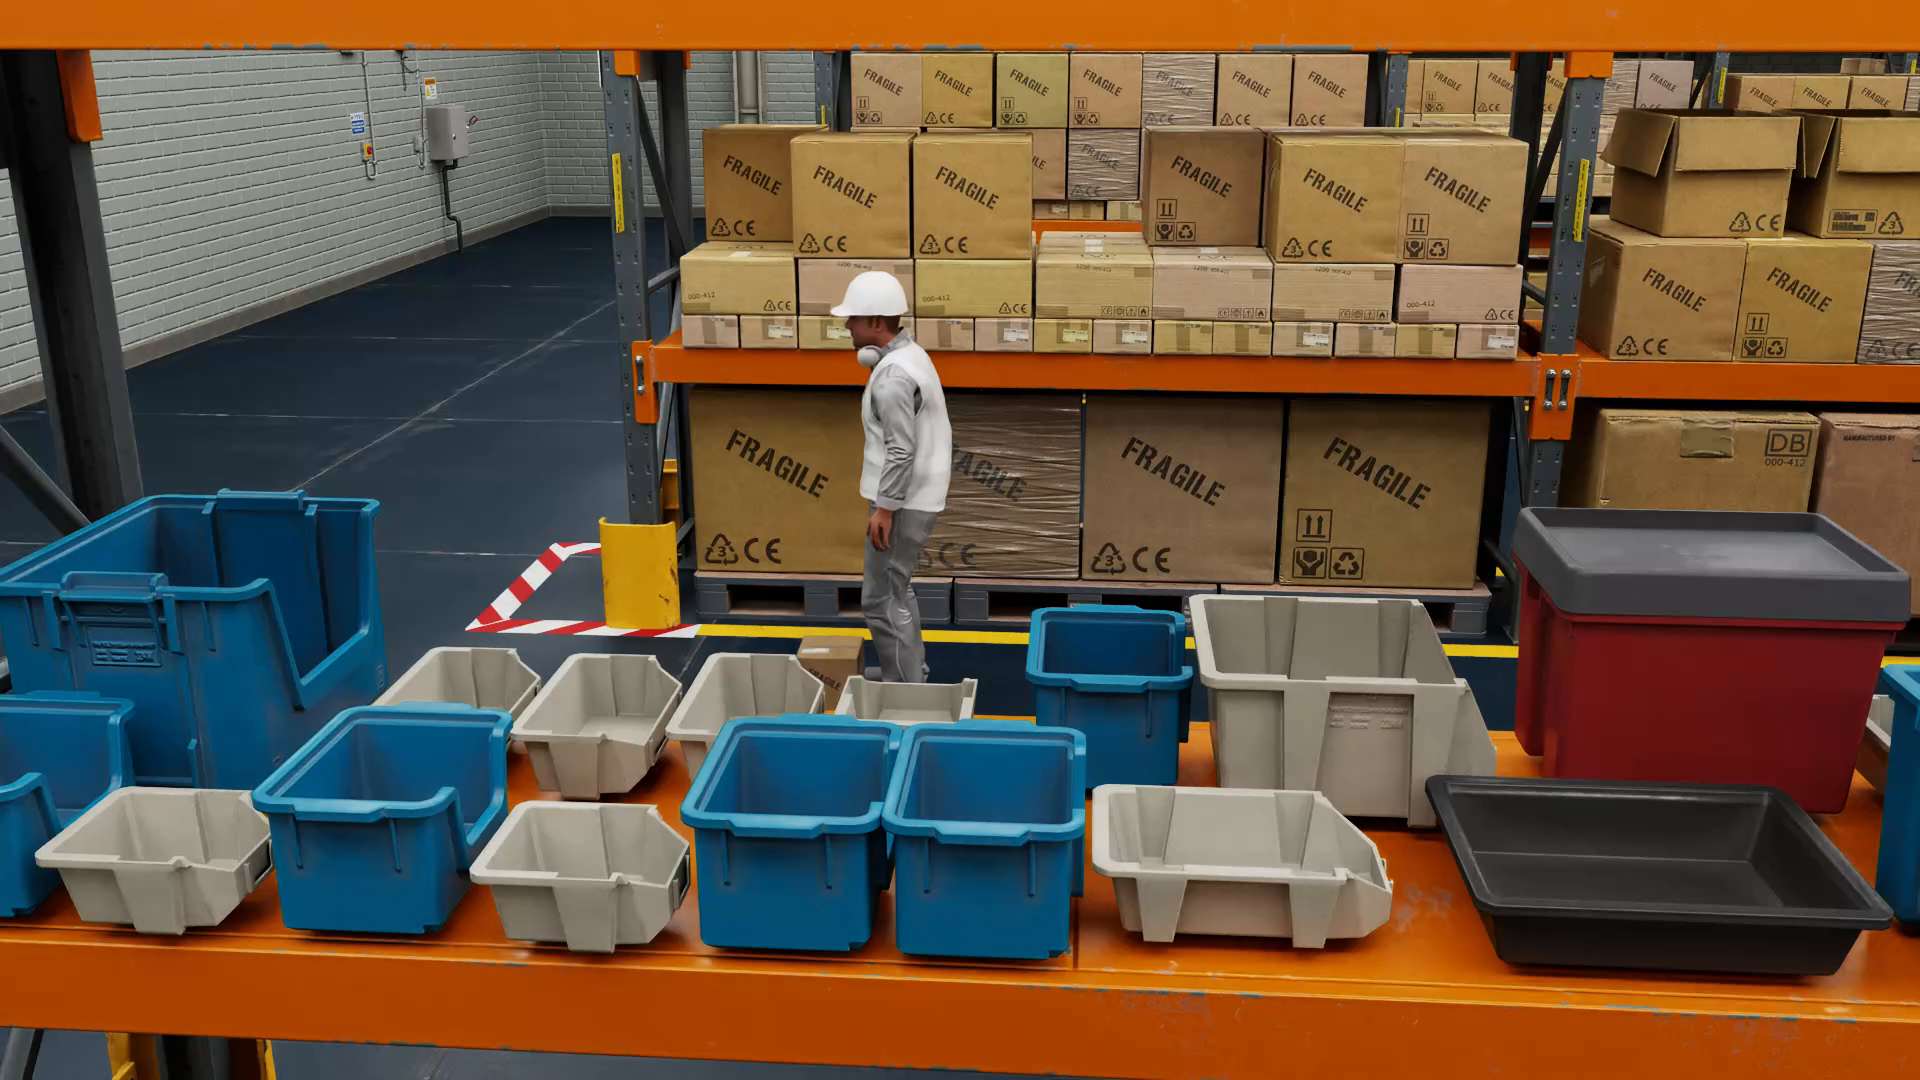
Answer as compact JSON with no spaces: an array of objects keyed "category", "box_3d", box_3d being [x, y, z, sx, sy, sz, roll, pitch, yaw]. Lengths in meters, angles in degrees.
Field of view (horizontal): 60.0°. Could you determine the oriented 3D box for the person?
[{"category":"person","box_3d":[-0.264,-0.170,6.549,0.464,1.770,0.583,0,17,1]}]
